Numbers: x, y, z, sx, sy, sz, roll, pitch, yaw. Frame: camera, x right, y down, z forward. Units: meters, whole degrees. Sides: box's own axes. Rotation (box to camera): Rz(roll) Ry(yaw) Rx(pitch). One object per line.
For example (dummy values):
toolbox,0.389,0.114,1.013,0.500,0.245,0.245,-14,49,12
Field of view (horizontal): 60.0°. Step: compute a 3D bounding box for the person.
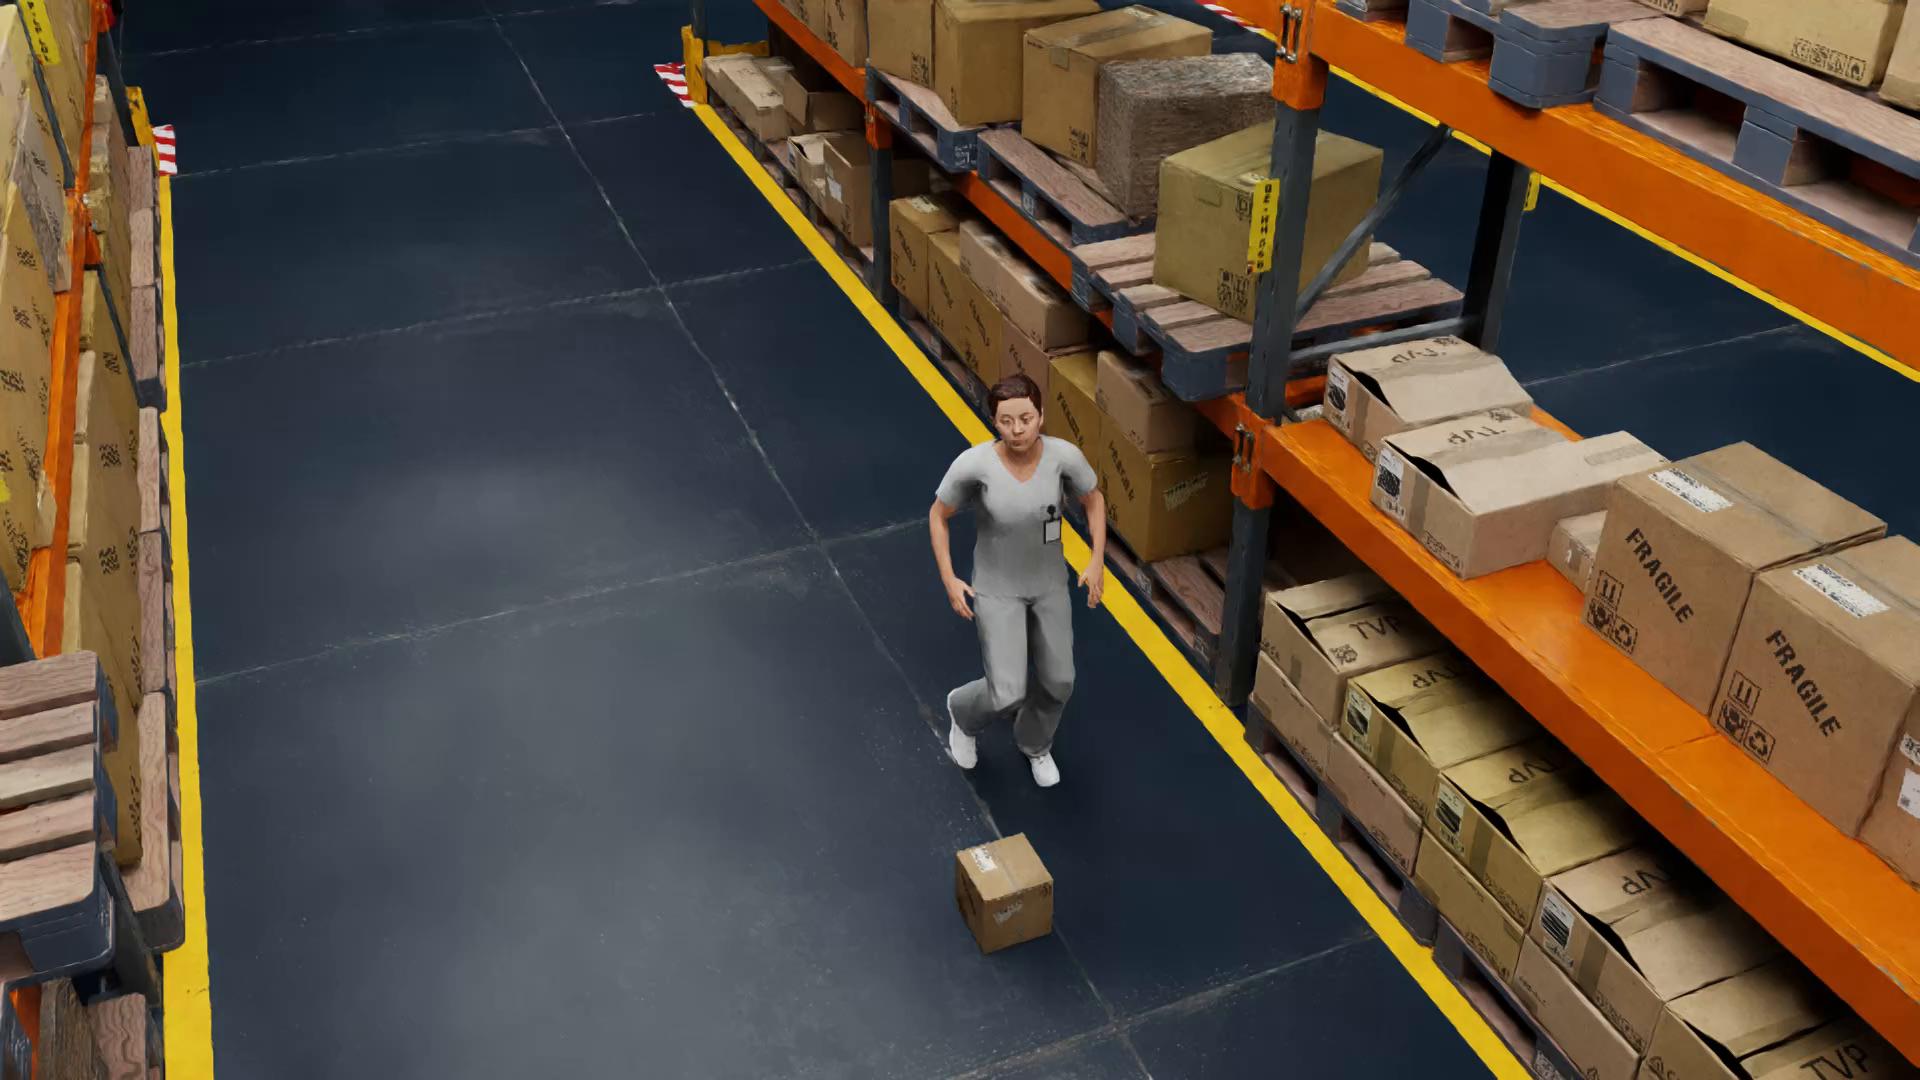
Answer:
person,0.237,0.189,5.895,0.624,1.641,0.473,-11,35,-16
